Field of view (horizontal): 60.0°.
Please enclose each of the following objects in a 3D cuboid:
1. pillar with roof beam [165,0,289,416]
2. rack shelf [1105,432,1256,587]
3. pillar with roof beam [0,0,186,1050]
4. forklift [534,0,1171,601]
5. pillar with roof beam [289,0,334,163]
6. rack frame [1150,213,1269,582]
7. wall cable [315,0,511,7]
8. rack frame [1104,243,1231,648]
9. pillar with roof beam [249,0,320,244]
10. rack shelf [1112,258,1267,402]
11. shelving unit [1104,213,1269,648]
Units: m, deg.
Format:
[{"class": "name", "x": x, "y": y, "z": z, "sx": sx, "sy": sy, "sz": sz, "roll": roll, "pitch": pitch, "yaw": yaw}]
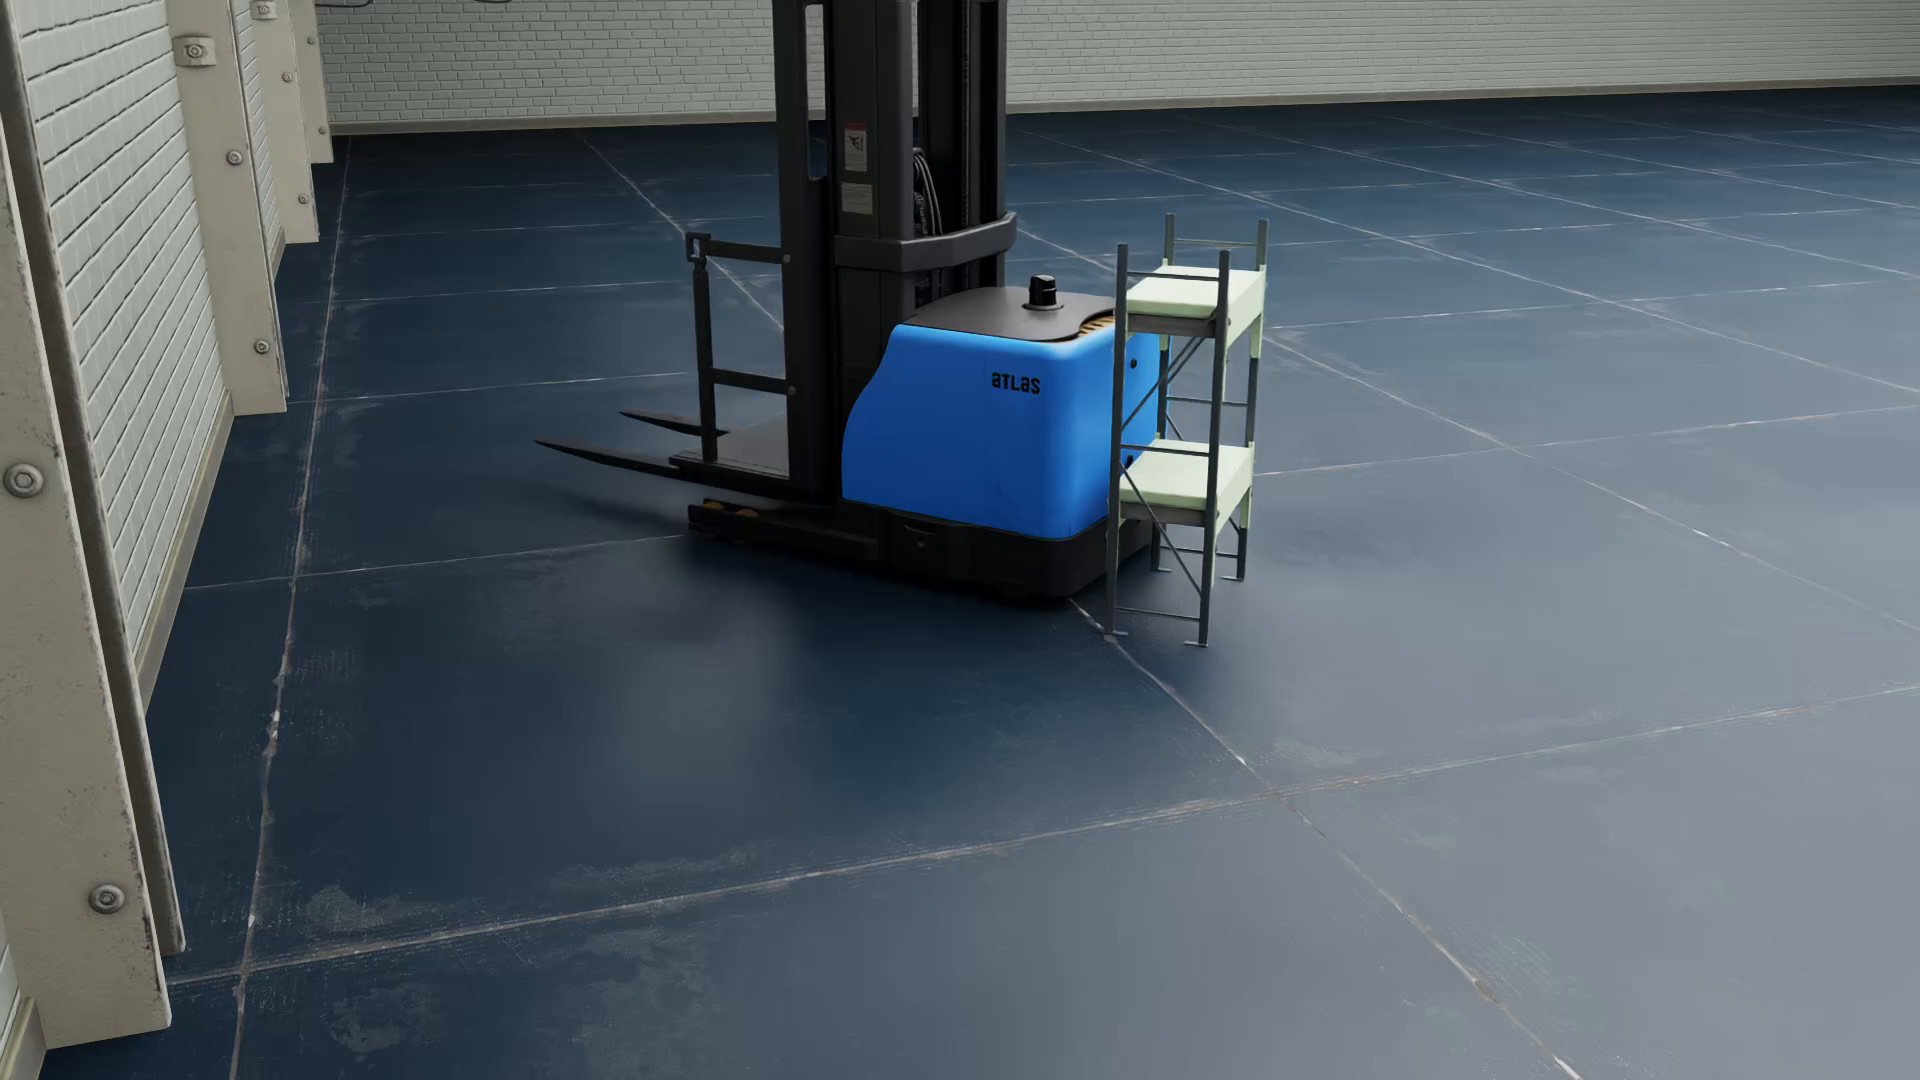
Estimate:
[{"class": "pillar with roof beam", "x": 0.051, "y": -5.468, "z": 9.327, "sx": 9.100, "sy": 9.000, "sz": 0.400, "roll": -6, "pitch": 21, "yaw": -17}, {"class": "rack shelf", "x": 0.875, "y": -0.135, "z": 6.535, "sx": 0.431, "sy": 0.370, "sz": 0.720, "roll": 7, "pitch": 21, "yaw": 19}, {"class": "pillar with roof beam", "x": 1.937, "y": -3.542, "z": 3.966, "sx": 9.100, "sy": 9.000, "sz": 0.400, "roll": -6, "pitch": 21, "yaw": -17}, {"class": "forklift", "x": -0.618, "y": -1.489, "z": 7.225, "sx": 3.031, "sy": 2.935, "sz": 1.130, "roll": 12, "pitch": 23, "yaw": 29}, {"class": "pillar with roof beam", "x": -3.721, "y": -9.319, "z": 20.048, "sx": 9.100, "sy": 9.000, "sz": 0.400, "roll": -6, "pitch": 21, "yaw": -17}, {"class": "rack frame", "x": 1.002, "y": -0.558, "z": 6.748, "sx": 0.400, "sy": 1.500, "sz": 0.023, "roll": 7, "pitch": 21, "yaw": 19}, {"class": "wall cable", "x": -7.478, "y": -8.486, "z": 22.323, "sx": 3.097, "sy": 2.526, "sz": 0.112, "roll": -6, "pitch": 21, "yaw": -17}, {"class": "rack frame", "x": 0.750, "y": -0.325, "z": 6.101, "sx": 0.400, "sy": 1.500, "sz": 0.023, "roll": 7, "pitch": 21, "yaw": 19}, {"class": "pillar with roof beam", "x": -1.835, "y": -7.393, "z": 14.688, "sx": 9.100, "sy": 9.000, "sz": 0.400, "roll": -6, "pitch": 21, "yaw": -17}, {"class": "rack shelf", "x": 0.877, "y": -0.809, "z": 6.293, "sx": 0.431, "sy": 0.370, "sz": 0.720, "roll": 7, "pitch": 21, "yaw": 19}, {"class": "shelving unit", "x": 0.876, "y": -0.441, "z": 6.425, "sx": 0.431, "sy": 1.500, "sz": 0.755, "roll": 7, "pitch": 21, "yaw": 19}]
